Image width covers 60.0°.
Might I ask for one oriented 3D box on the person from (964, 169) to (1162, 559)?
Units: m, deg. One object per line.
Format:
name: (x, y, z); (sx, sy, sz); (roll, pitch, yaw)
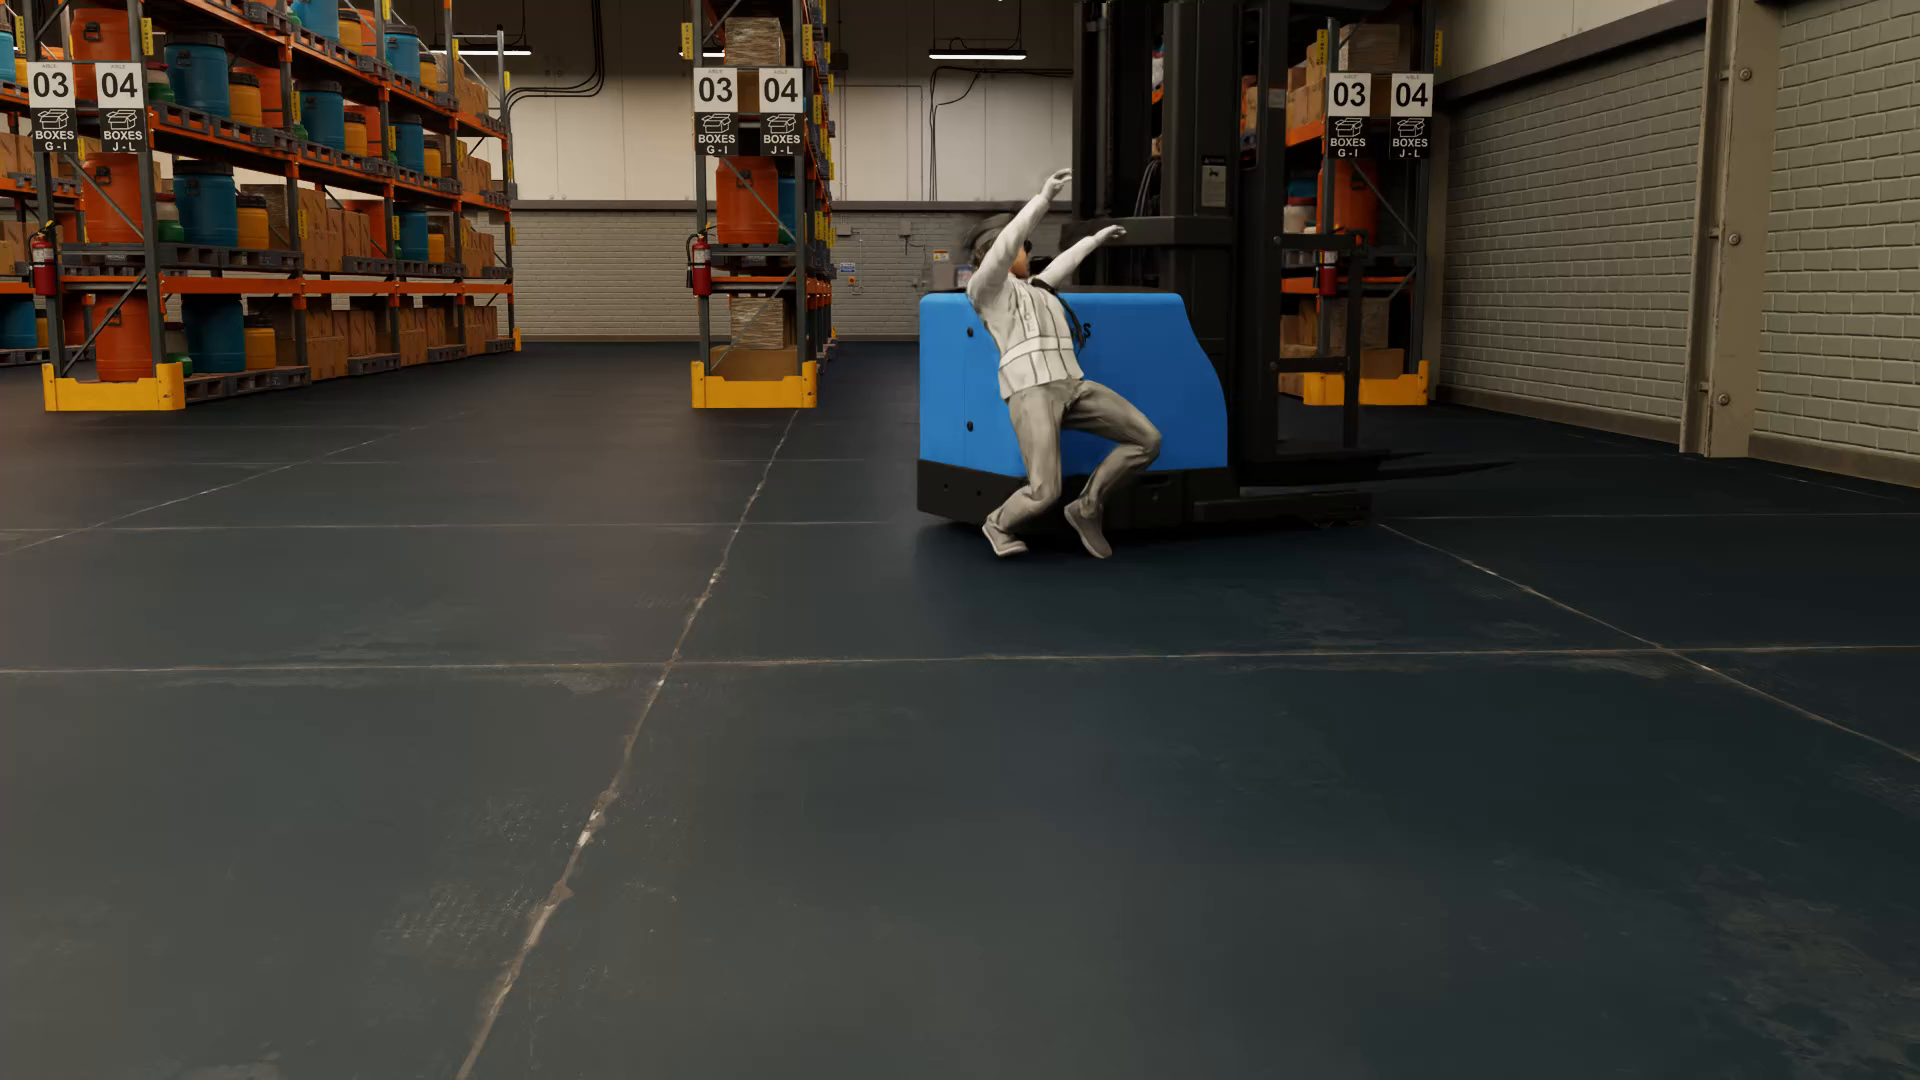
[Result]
person: (0.456, -0.699, 6.811); (0.818, 1.565, 1.005); (7, 11, 41)

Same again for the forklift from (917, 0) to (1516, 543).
forklift: (1.344, -1.565, 7.869); (3.031, 2.935, 1.130); (-5, 10, -28)
